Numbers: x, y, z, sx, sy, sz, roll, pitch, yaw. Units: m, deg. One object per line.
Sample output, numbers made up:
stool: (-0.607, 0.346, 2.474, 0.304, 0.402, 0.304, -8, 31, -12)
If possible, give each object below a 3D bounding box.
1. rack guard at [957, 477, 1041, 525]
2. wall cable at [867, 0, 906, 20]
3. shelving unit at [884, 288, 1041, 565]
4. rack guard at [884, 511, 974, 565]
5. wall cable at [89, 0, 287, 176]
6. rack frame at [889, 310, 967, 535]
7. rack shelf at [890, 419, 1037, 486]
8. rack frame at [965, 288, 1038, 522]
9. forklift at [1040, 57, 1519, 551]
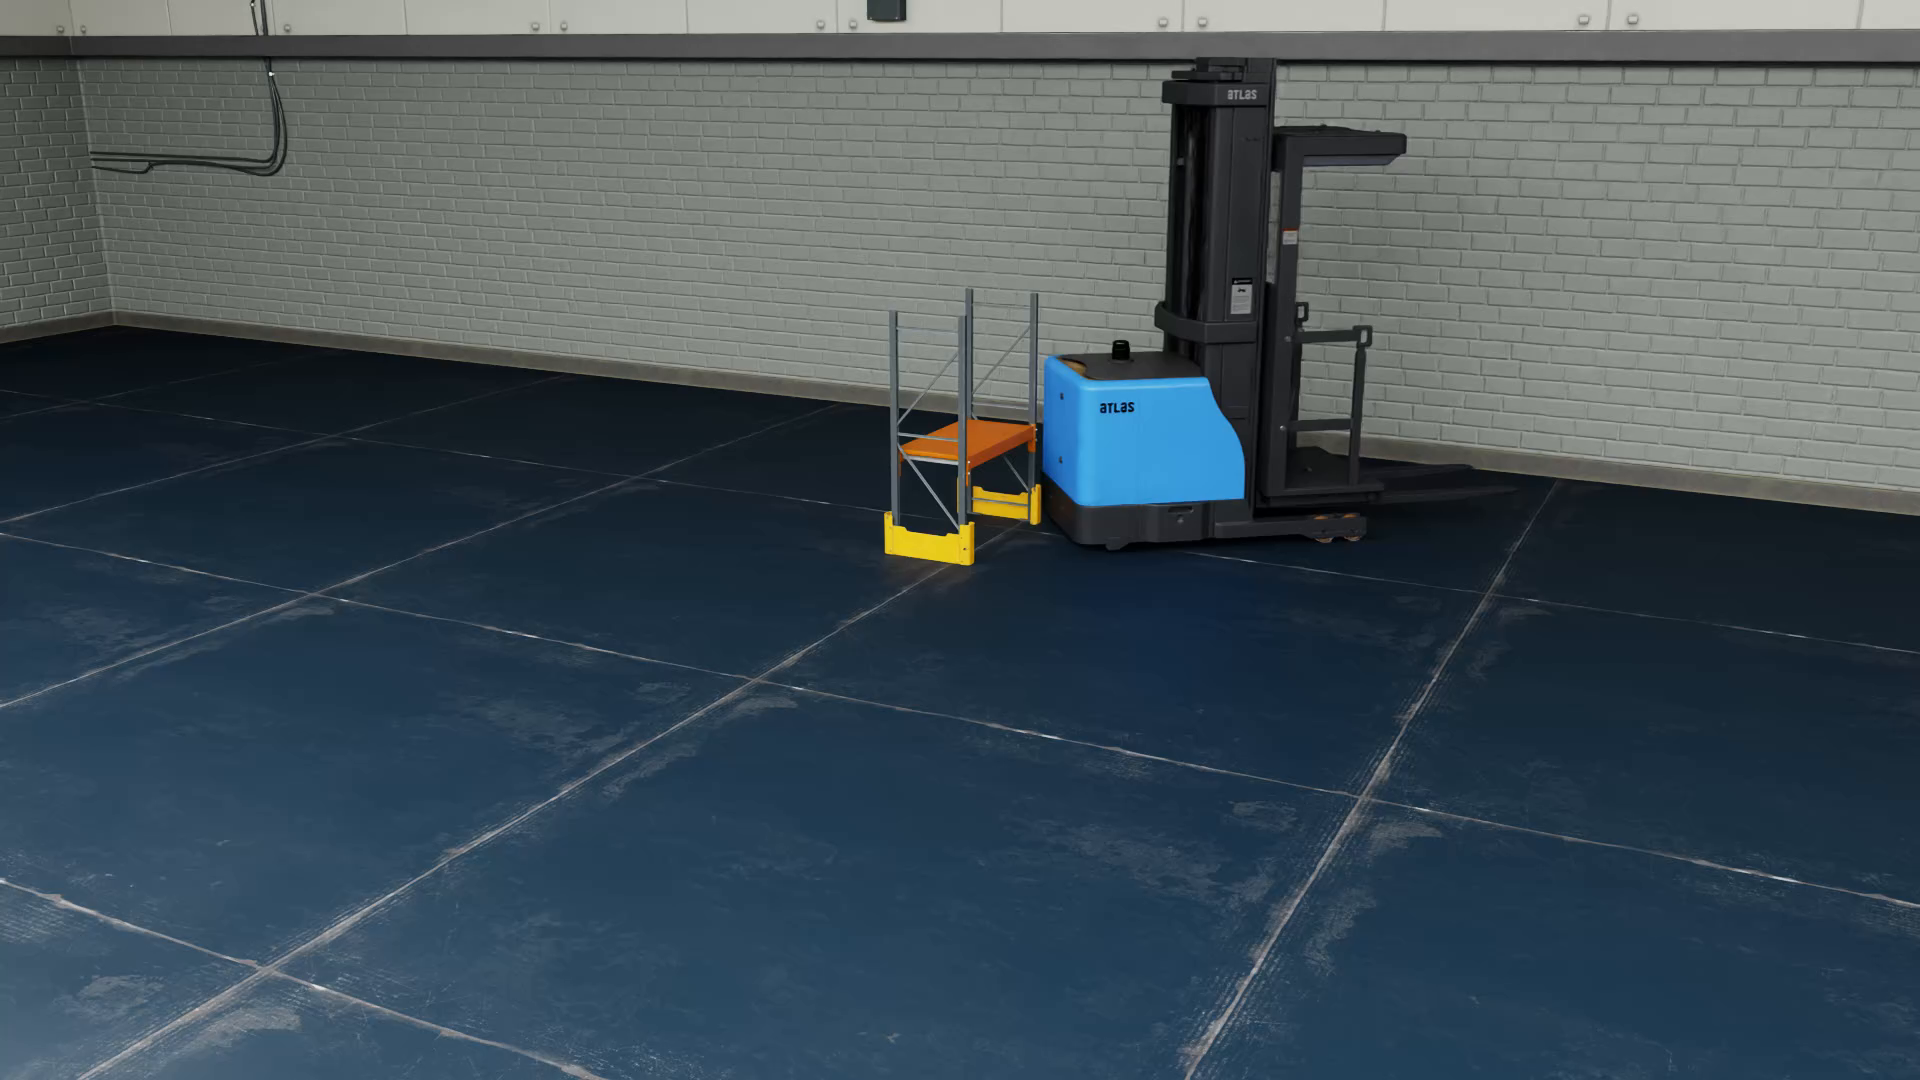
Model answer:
rack guard: (0.257, -0.266, 10.981, 0.587, 0.250, 0.087, 8, 18, 25)
wall cable: (0.295, -6.955, 12.164, 2.305, 6.003, 0.169, 8, 18, 25)
shelving unit: (0.034, -0.738, 10.376, 0.587, 1.500, 1.083, 8, 18, 25)
rack guard: (-0.188, -0.012, 10.127, 0.587, 0.250, 0.087, 8, 18, 25)
wall cable: (-8.191, -5.048, 17.171, 3.097, 2.526, 0.112, 8, 18, 25)
rack frame: (-0.189, -0.611, 9.948, 0.500, 1.500, 0.032, 8, 18, 25)
rack shelf: (0.038, -0.568, 10.435, 0.538, 0.185, 1.000, 8, 18, 25)
rack frame: (0.265, -0.870, 10.820, 0.500, 1.500, 0.032, 8, 18, 25)
forklift: (2.101, -1.531, 10.531, 3.031, 2.935, 1.130, -3, 17, -11)
